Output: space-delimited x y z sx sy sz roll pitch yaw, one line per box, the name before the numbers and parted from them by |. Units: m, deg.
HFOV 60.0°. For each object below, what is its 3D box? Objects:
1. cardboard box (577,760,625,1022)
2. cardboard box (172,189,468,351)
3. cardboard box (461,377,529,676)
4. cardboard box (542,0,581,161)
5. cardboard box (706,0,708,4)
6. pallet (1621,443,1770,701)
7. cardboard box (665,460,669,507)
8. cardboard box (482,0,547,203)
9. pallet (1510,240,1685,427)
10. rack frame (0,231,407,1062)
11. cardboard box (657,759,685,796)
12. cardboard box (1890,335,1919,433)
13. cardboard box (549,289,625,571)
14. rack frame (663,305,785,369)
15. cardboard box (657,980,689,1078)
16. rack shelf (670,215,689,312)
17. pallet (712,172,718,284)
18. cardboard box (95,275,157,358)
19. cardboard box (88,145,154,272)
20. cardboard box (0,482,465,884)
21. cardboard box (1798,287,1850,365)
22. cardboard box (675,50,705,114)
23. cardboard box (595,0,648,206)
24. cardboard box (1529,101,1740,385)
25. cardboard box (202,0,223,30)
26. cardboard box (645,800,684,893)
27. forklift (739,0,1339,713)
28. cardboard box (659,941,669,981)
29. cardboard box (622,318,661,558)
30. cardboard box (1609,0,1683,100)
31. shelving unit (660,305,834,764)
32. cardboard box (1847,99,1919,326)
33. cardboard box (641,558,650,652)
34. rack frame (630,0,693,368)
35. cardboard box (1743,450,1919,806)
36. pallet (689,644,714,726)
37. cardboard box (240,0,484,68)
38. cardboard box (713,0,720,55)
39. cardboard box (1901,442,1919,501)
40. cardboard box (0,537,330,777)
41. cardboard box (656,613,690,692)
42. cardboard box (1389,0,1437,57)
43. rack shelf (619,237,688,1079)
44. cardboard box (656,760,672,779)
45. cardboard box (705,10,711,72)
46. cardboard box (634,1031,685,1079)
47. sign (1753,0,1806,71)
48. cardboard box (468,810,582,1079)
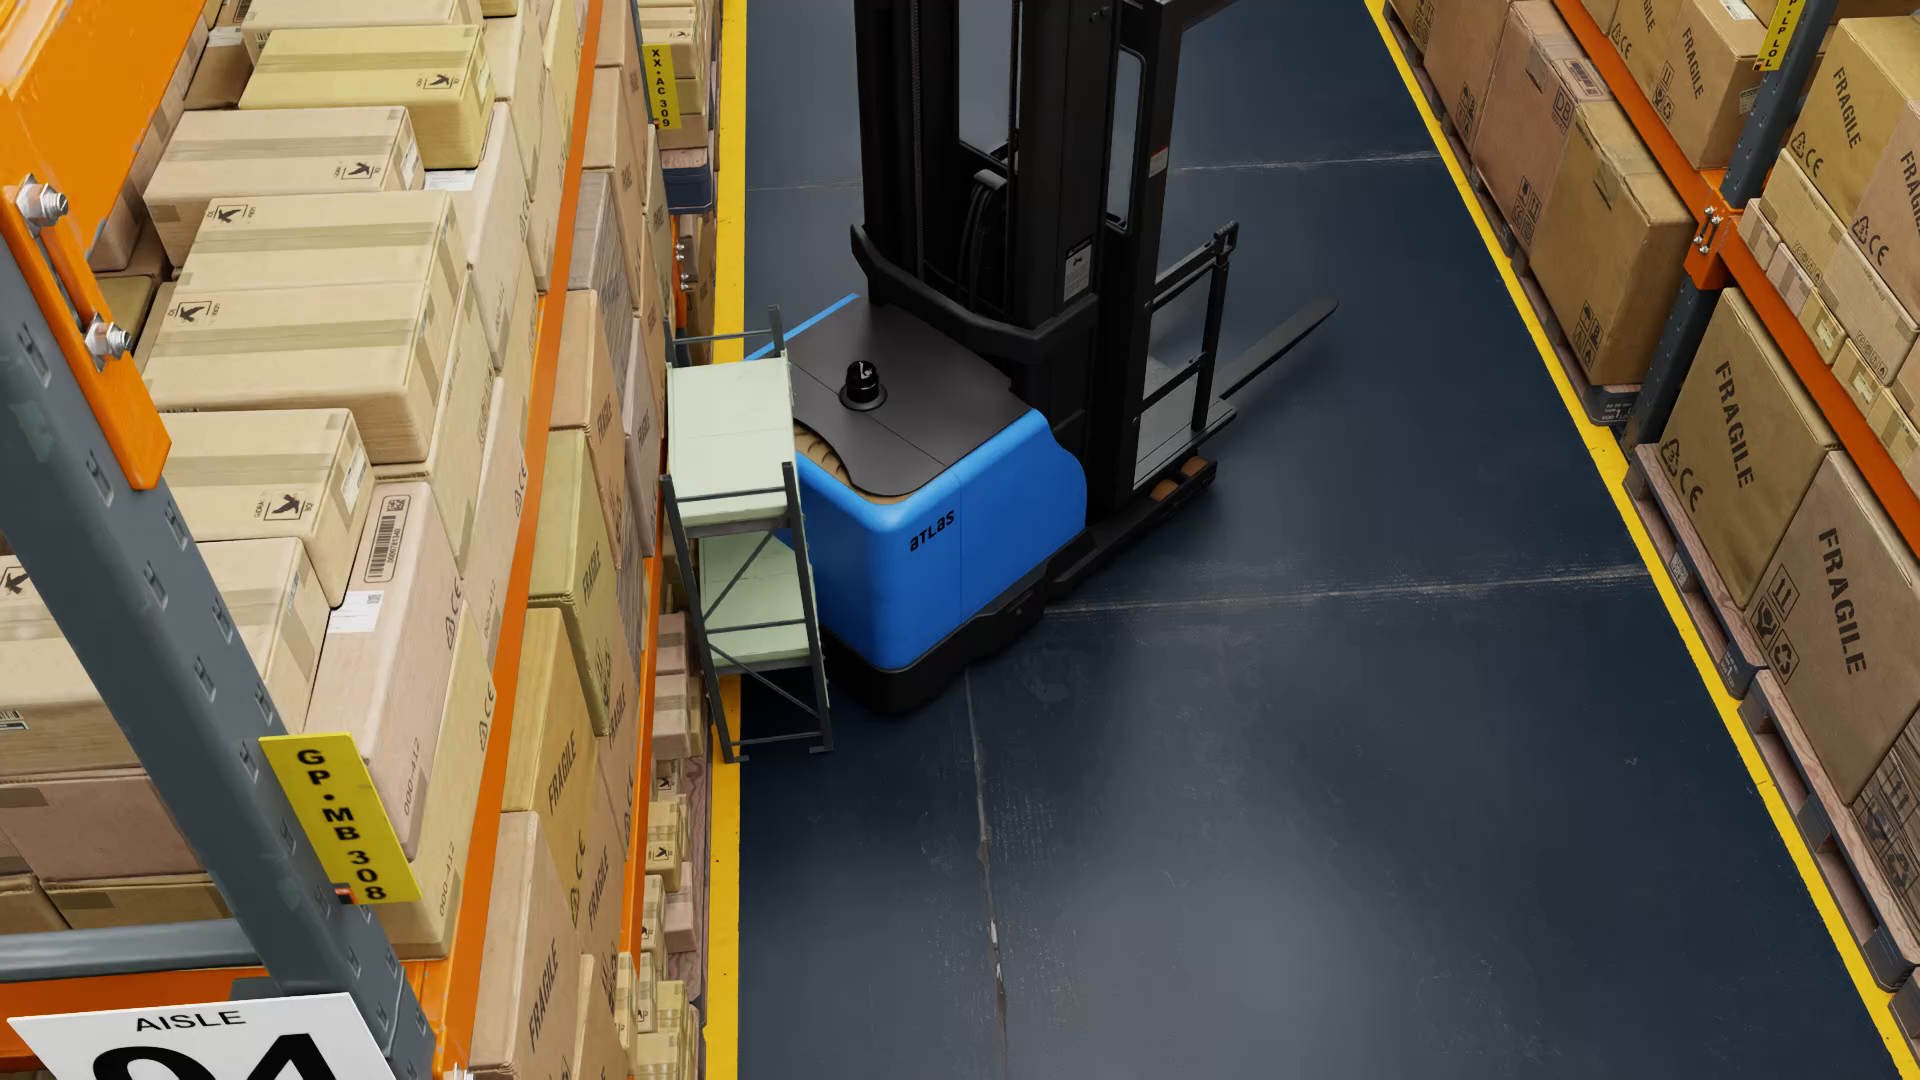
cardboard box | -1.061 0.818 3.772 0.500 0.500 0.500 -3 47 -3
cardboard box | -1.002 -0.418 2.634 0.380 0.149 0.250 -3 47 -3
cardboard box | -1.051 -0.020 2.877 0.500 0.250 0.500 -2 47 -2
cardboard box | -1.180 -1.124 3.923 0.500 0.250 0.500 -4 47 -4
cardboard box | -1.206 -2.248 6.628 0.380 0.149 0.250 -5 47 -5
pallet | 3.374 0.073 6.672 1.003 0.211 1.213 -3 47 -3
cardboard box | -1.213 -0.157 6.234 0.380 0.149 0.250 -3 47 -3
cardboard box | -1.125 -0.913 3.378 0.500 0.250 0.500 -5 47 -5
pallet | 3.248 -1.035 7.722 1.003 0.211 1.213 -3 47 -3
rack frame | -1.228 -0.381 1.050 1.000 3.000 0.127 -3 47 -3
cardboard box | -1.149 0.828 5.710 0.380 0.149 0.250 -3 47 -3
cardboard box | 3.252 -0.401 5.099 0.500 0.250 0.500 -2 47 -2
cardboard box | -1.117 -0.251 4.095 0.500 0.500 0.500 -5 47 -5
rack frame | -0.777 -0.249 6.043 0.400 1.500 0.023 -6 48 -4
cardboard box | -1.005 1.455 4.912 0.380 0.149 0.250 -2 47 -2
rack shelf | -1.731 -2.412 7.600 1.077 0.370 4.000 -3 47 -3
pallet | -1.735 -1.701 8.352 1.003 0.211 1.213 -3 47 -3
cardboard box | -1.564 -0.158 2.663 0.500 0.250 0.500 -5 47 -4
cardboard box | -1.585 -0.571 2.780 0.380 0.149 0.250 -4 47 -4
cardboard box | -1.007 0.189 2.334 0.500 0.250 0.500 -3 47 -3
cardboard box | 3.126 -0.739 5.694 0.380 0.149 0.250 -2 47 -2
cardboard box | -1.138 -1.686 6.096 0.380 0.149 0.250 -3 47 -3
cardboard box | -1.254 -1.369 5.155 0.500 0.500 0.500 -5 47 -5
cardboard box | 3.314 -1.316 7.241 1.225 0.875 0.875 -3 47 -3
cardboard box | -1.683 -1.134 3.313 0.380 0.149 0.250 -5 47 -4
cardboard box | -1.063 0.962 5.174 0.380 0.149 0.250 -3 47 -3
forklift | 0.440 -1.334 6.131 1.130 2.935 3.031 35 56 29
cardboard box | -1.113 1.385 5.183 0.380 0.149 0.250 -3 47 -3
cardboard box | -1.158 -0.280 4.812 0.500 0.500 0.500 -4 47 -4
cardboard box | 3.042 -2.155 6.793 0.500 0.500 0.500 -2 47 -2
shelving unit | -0.730 0.021 5.801 0.431 1.500 0.755 -6 48 -4
cardboard box | 3.207 -1.030 5.178 0.500 0.500 0.500 -3 47 -3
cardboard box | -1.103 0.193 4.811 0.380 0.149 0.250 -3 47 -3
rack frame | -1.563 -1.212 5.969 1.000 3.000 0.127 -3 47 -3
cardboard box | 3.439 0.279 5.730 0.875 0.875 0.875 -3 47 -3
pallet | -1.472 0.230 6.523 1.003 0.211 1.213 -3 47 -3
cardboard box | -1.129 -0.981 3.168 0.380 0.149 0.250 -2 47 -2
cardboard box | -1.582 -2.931 9.029 0.500 0.500 0.500 -4 47 -3
cardboard box | 3.190 -0.182 5.166 0.380 0.149 0.250 -3 47 -3
cardboard box | -1.028 0.145 2.102 0.380 0.149 0.250 -4 47 -4
cardboard box | -1.126 0.406 5.701 0.380 0.149 0.250 -6 47 -5
cardboard box | 3.090 -3.248 9.071 1.225 0.875 0.875 -5 47 -5
rack shelf | -1.396 0.482 4.859 1.077 0.370 4.000 -3 47 -3
cardboard box | -1.179 0.683 5.643 0.380 0.149 0.250 -5 47 -5
cardboard box | -1.184 -1.965 6.565 0.380 0.149 0.250 -3 47 -3
cardboard box | -0.970 1.531 4.635 0.380 0.149 0.250 -4 47 -3
sign | 2.848 -1.772 5.755 0.100 0.325 0.005 -3 47 -3
cardboard box | -1.001 0.860 3.043 0.500 0.500 0.500 -4 47 -4
